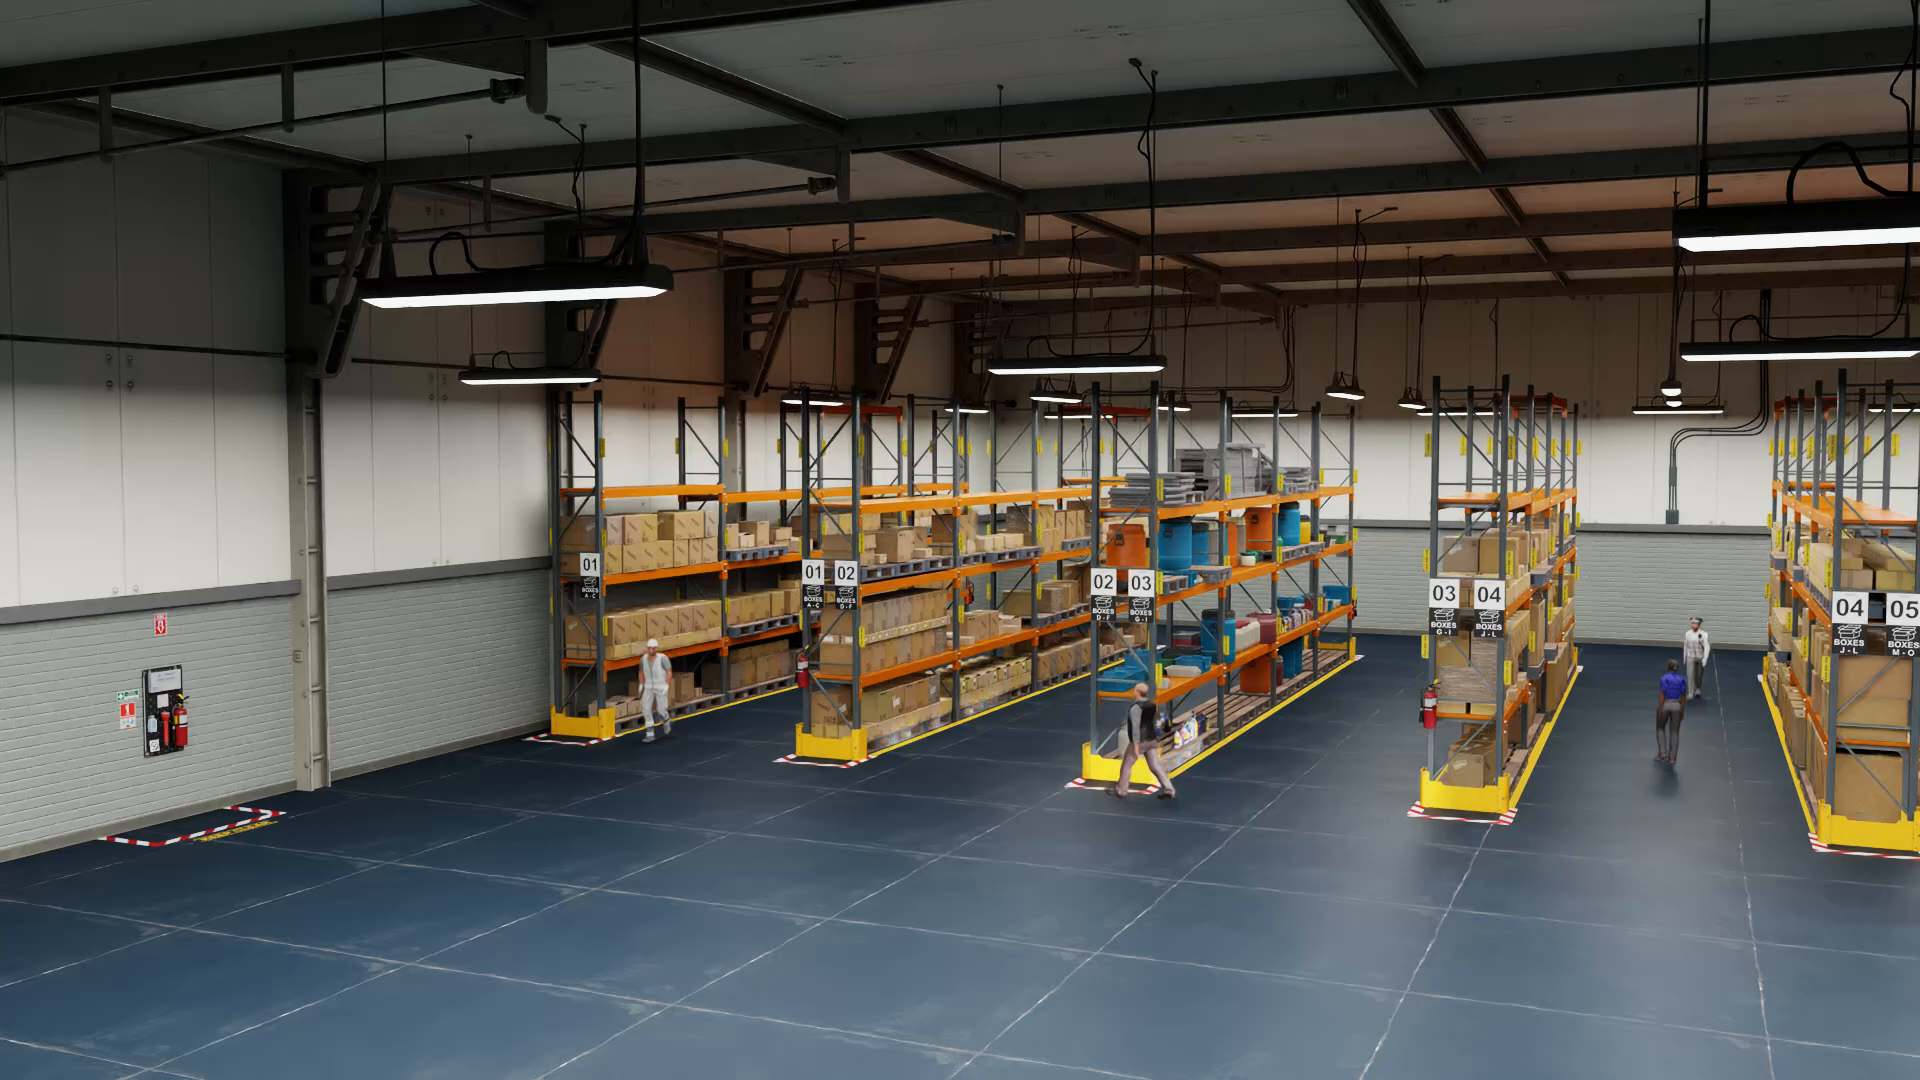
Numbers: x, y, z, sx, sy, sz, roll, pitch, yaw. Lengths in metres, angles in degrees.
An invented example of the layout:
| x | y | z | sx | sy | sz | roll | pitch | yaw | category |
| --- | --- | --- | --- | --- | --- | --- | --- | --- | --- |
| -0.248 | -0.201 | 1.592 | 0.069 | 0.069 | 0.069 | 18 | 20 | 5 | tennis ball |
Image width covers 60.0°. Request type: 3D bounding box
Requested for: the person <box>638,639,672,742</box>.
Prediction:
| x | y | z | sx | sy | sz | roll | pitch | yaw | category |
| --- | --- | --- | --- | --- | --- | --- | --- | --- | --- |
| -5.218 | 2.553 | 28.536 | 0.620 | 1.760 | 0.717 | 0 | 3 | 9 | person |

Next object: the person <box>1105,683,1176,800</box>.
| x | y | z | sx | sy | sz | roll | pitch | yaw | category |
| --- | --- | --- | --- | --- | --- | --- | --- | --- | --- |
| 2.563 | 2.860 | 23.560 | 1.070 | 1.674 | 0.550 | 3 | 4 | 40 | person |

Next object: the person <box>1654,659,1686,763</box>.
| x | y | z | sx | sy | sz | roll | pitch | yaw | category |
| --- | --- | --- | --- | --- | --- | --- | --- | --- | --- |
| 11.295 | 2.729 | 26.390 | 0.441 | 1.678 | 0.528 | 1 | 3 | 14 | person |

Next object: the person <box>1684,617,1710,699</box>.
| x | y | z | sx | sy | sz | roll | pitch | yaw | category |
| --- | --- | --- | --- | --- | --- | --- | --- | --- | --- |
| 14.694 | 2.336 | 33.155 | 0.479 | 1.619 | 1.031 | 1 | 3 | 24 | person |
